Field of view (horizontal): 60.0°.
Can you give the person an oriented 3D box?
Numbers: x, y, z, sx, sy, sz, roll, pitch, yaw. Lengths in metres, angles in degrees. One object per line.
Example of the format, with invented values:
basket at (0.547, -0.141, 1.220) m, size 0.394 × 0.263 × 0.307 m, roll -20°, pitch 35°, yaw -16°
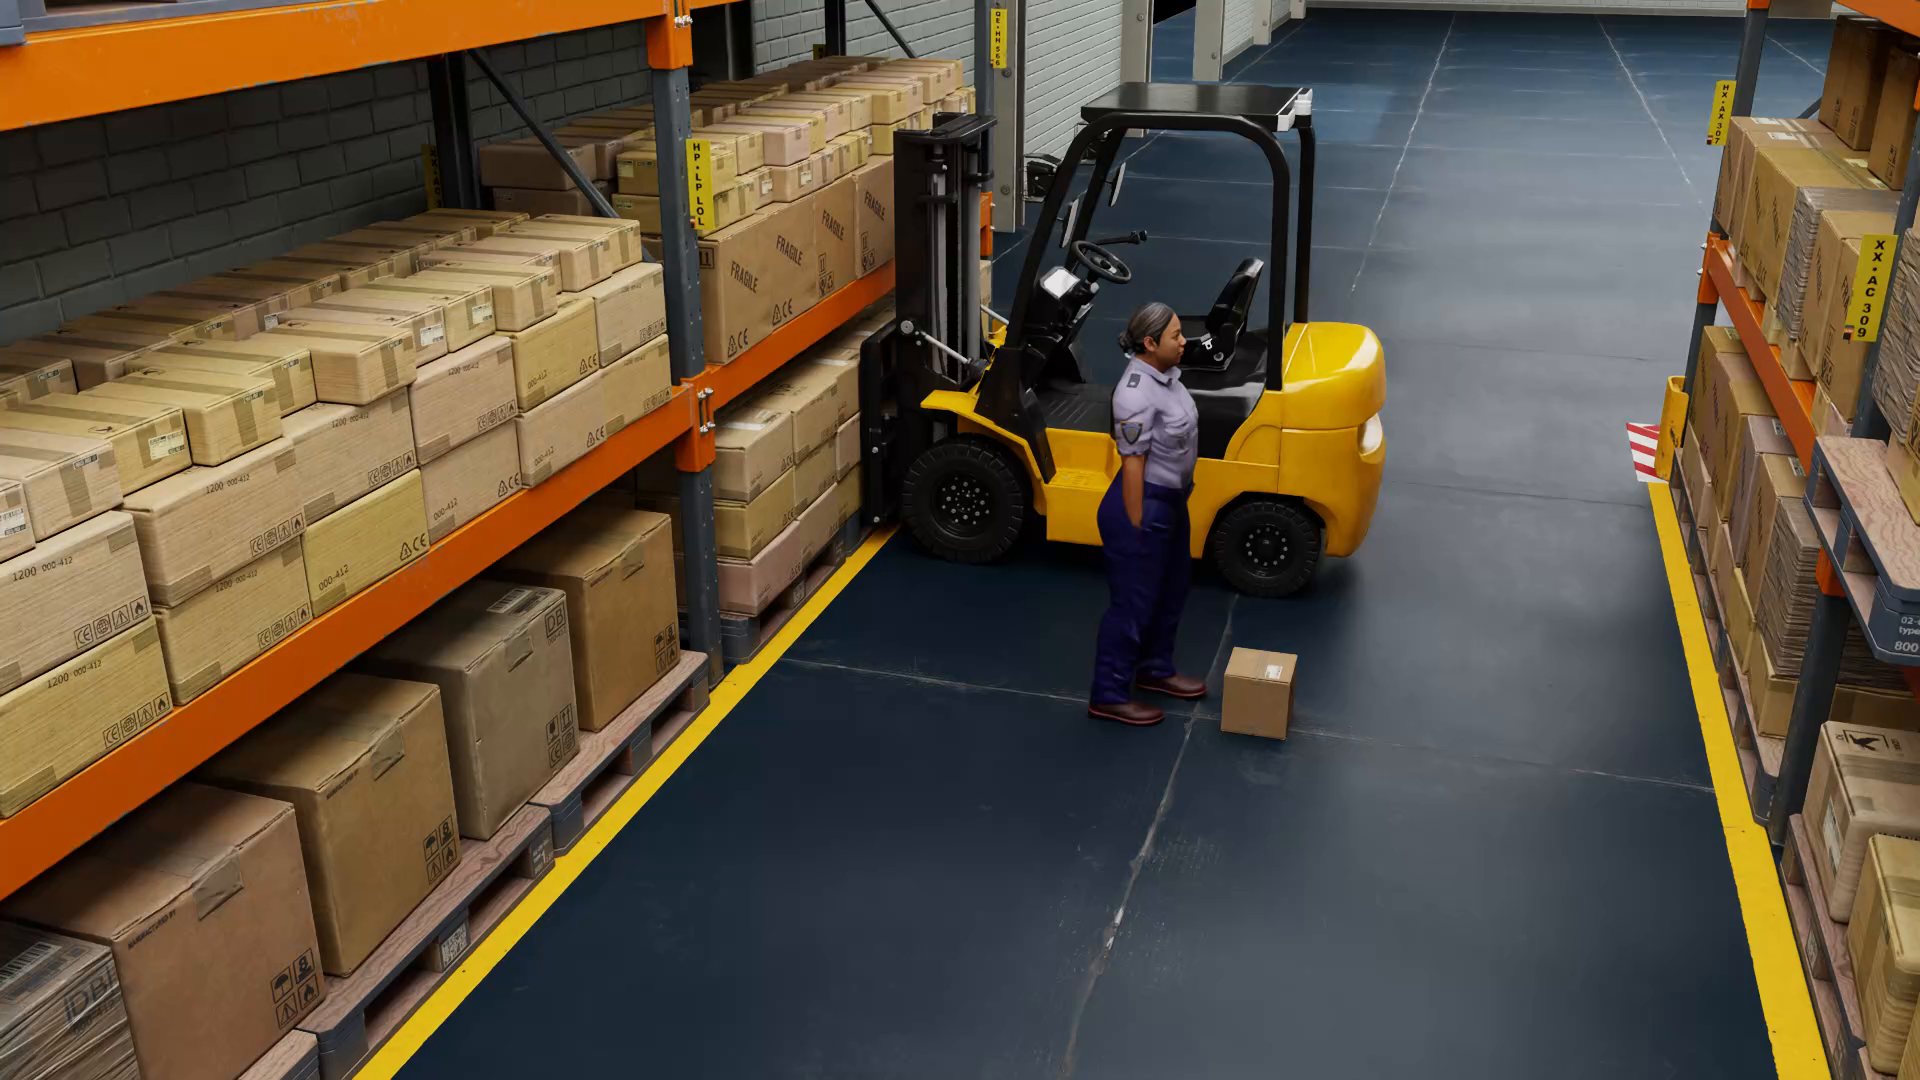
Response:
person at (0.755, -0.102, 6.360) m, size 0.422 × 1.646 × 0.470 m, roll 7°, pitch 23°, yaw 17°
